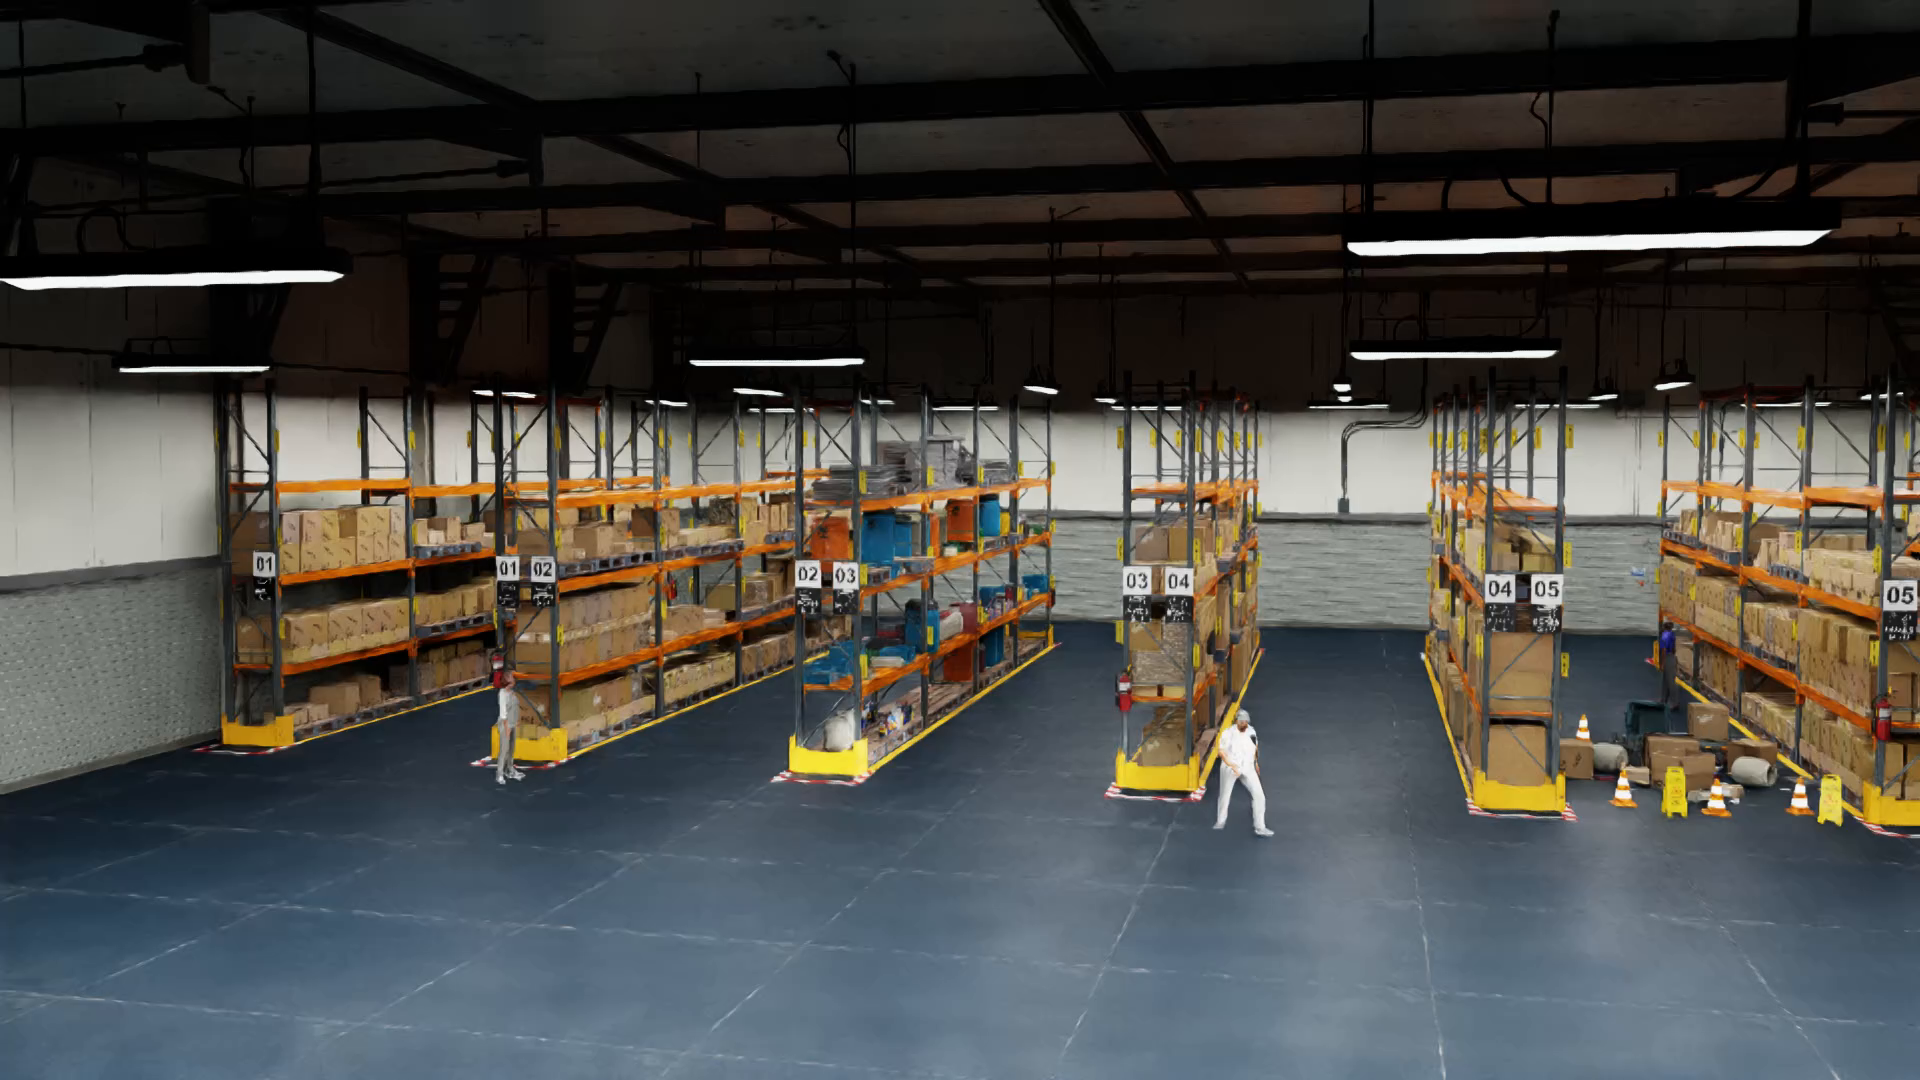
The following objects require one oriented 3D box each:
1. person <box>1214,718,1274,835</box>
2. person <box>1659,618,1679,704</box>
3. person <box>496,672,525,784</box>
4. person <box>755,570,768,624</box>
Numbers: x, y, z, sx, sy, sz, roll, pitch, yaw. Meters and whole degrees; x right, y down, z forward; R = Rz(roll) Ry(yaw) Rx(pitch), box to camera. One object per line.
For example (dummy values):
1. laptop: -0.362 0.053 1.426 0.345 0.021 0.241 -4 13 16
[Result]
1. person: 3.580 2.933 21.194 0.660 1.585 0.785 0 3 -7
2. person: 13.307 2.263 31.151 0.405 1.587 0.548 2 4 35
3. person: -6.597 2.726 24.305 0.341 1.605 0.559 0 3 4
4. person: -4.981 1.627 41.338 0.445 1.786 0.564 -1 4 -13
